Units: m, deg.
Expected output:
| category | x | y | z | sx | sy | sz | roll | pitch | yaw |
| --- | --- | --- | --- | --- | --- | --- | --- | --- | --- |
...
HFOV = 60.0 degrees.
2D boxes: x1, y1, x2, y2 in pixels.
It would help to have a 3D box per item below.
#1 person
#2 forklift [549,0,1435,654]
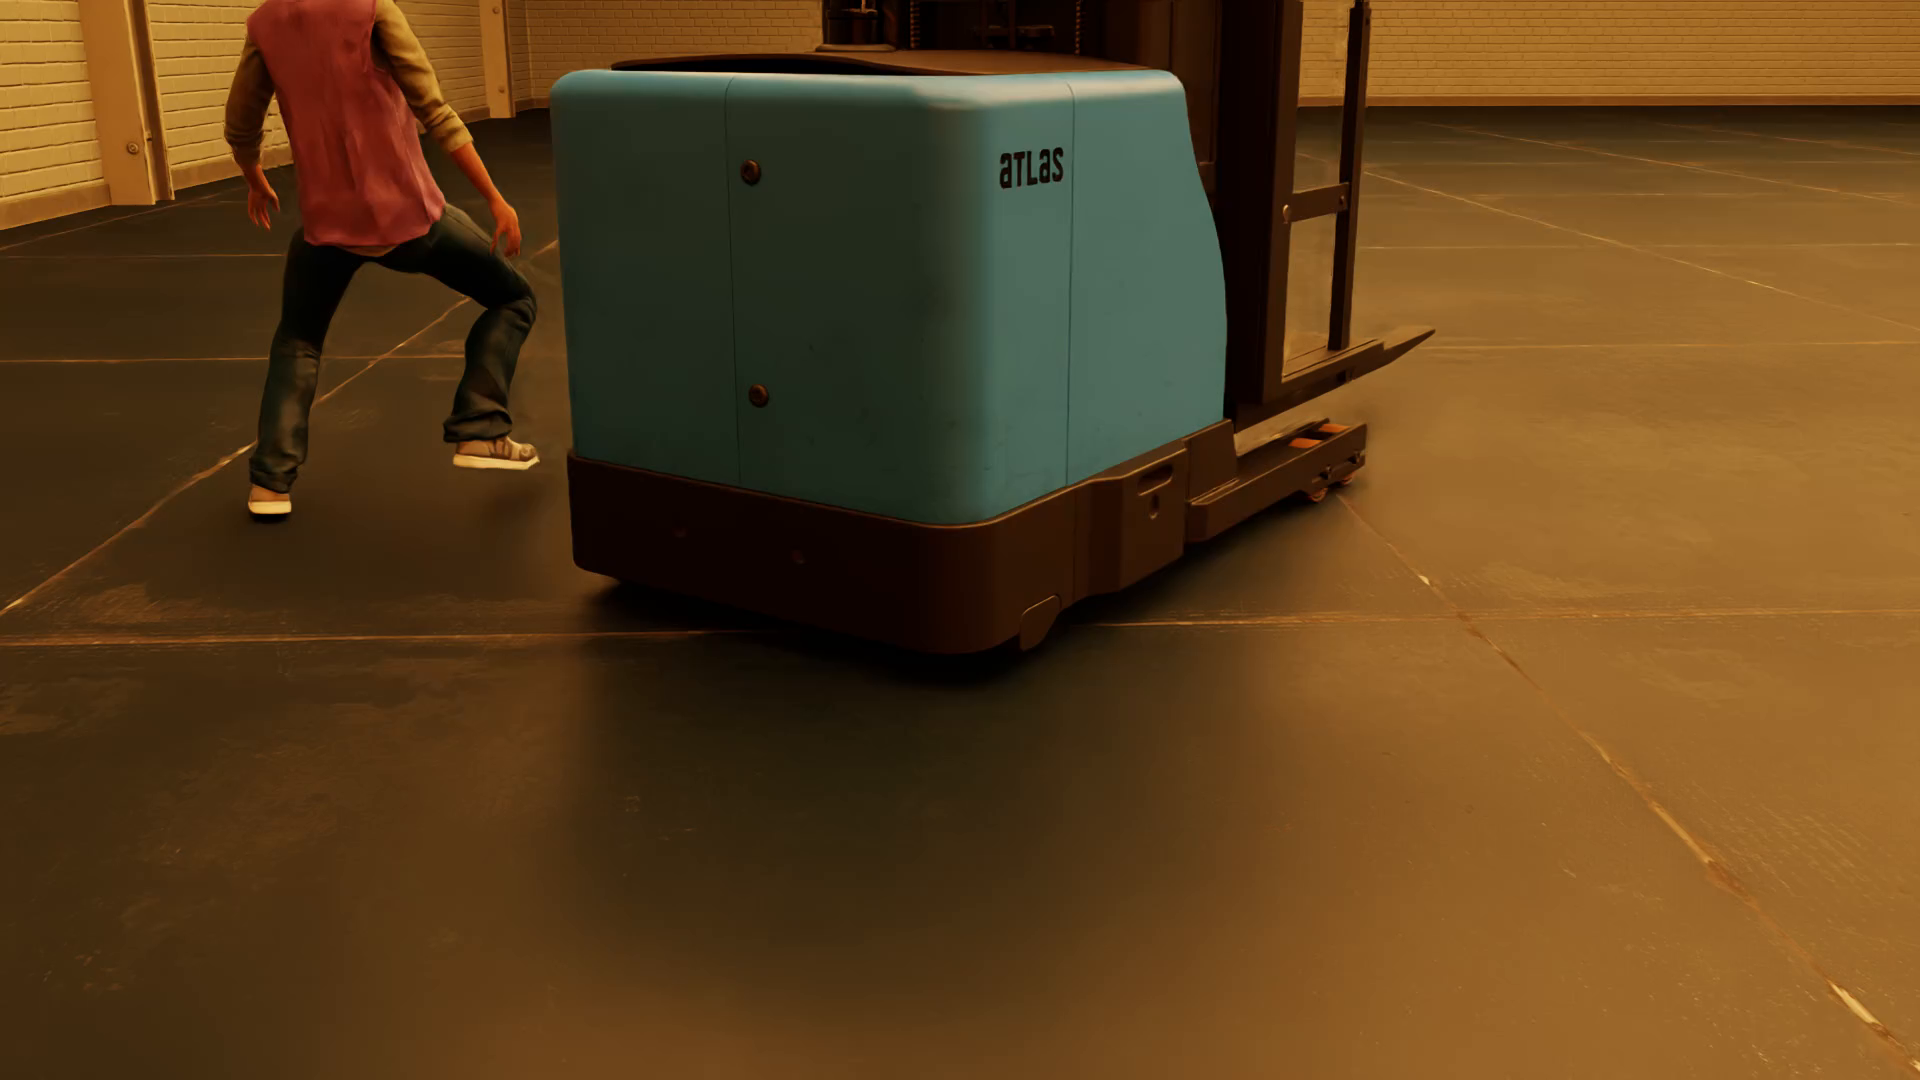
| category | x | y | z | sx | sy | sz | roll | pitch | yaw |
| --- | --- | --- | --- | --- | --- | --- | --- | --- | --- |
| person | -1.451 | -0.802 | 4.060 | 0.803 | 1.482 | 0.562 | 4 | 17 | 12 |
| forklift | 0.421 | -1.566 | 4.028 | 1.130 | 2.935 | 3.031 | 11 | 20 | 32 |
